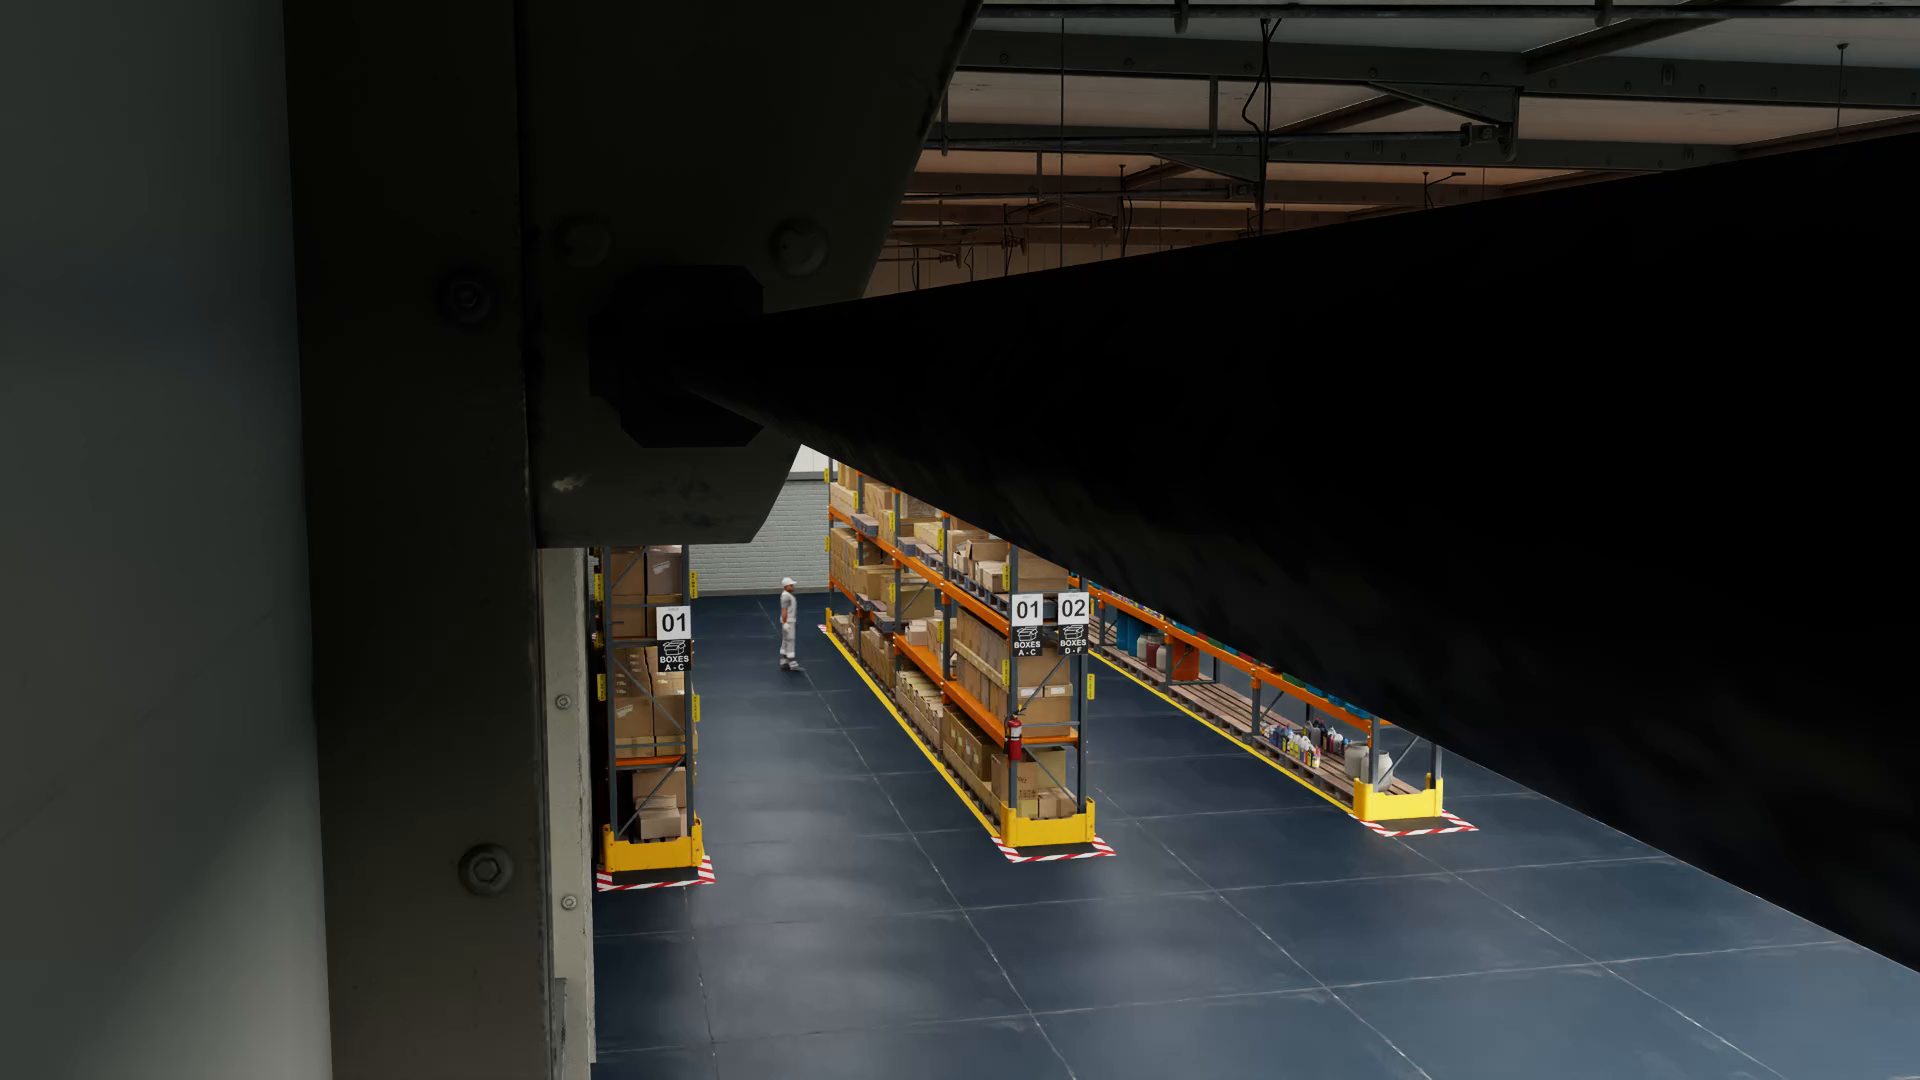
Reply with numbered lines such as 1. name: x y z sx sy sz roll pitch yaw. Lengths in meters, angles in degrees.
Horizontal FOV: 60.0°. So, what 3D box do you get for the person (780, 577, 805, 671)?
1. person: -3.248 1.620 32.219 0.508 1.809 0.570 0 7 1
